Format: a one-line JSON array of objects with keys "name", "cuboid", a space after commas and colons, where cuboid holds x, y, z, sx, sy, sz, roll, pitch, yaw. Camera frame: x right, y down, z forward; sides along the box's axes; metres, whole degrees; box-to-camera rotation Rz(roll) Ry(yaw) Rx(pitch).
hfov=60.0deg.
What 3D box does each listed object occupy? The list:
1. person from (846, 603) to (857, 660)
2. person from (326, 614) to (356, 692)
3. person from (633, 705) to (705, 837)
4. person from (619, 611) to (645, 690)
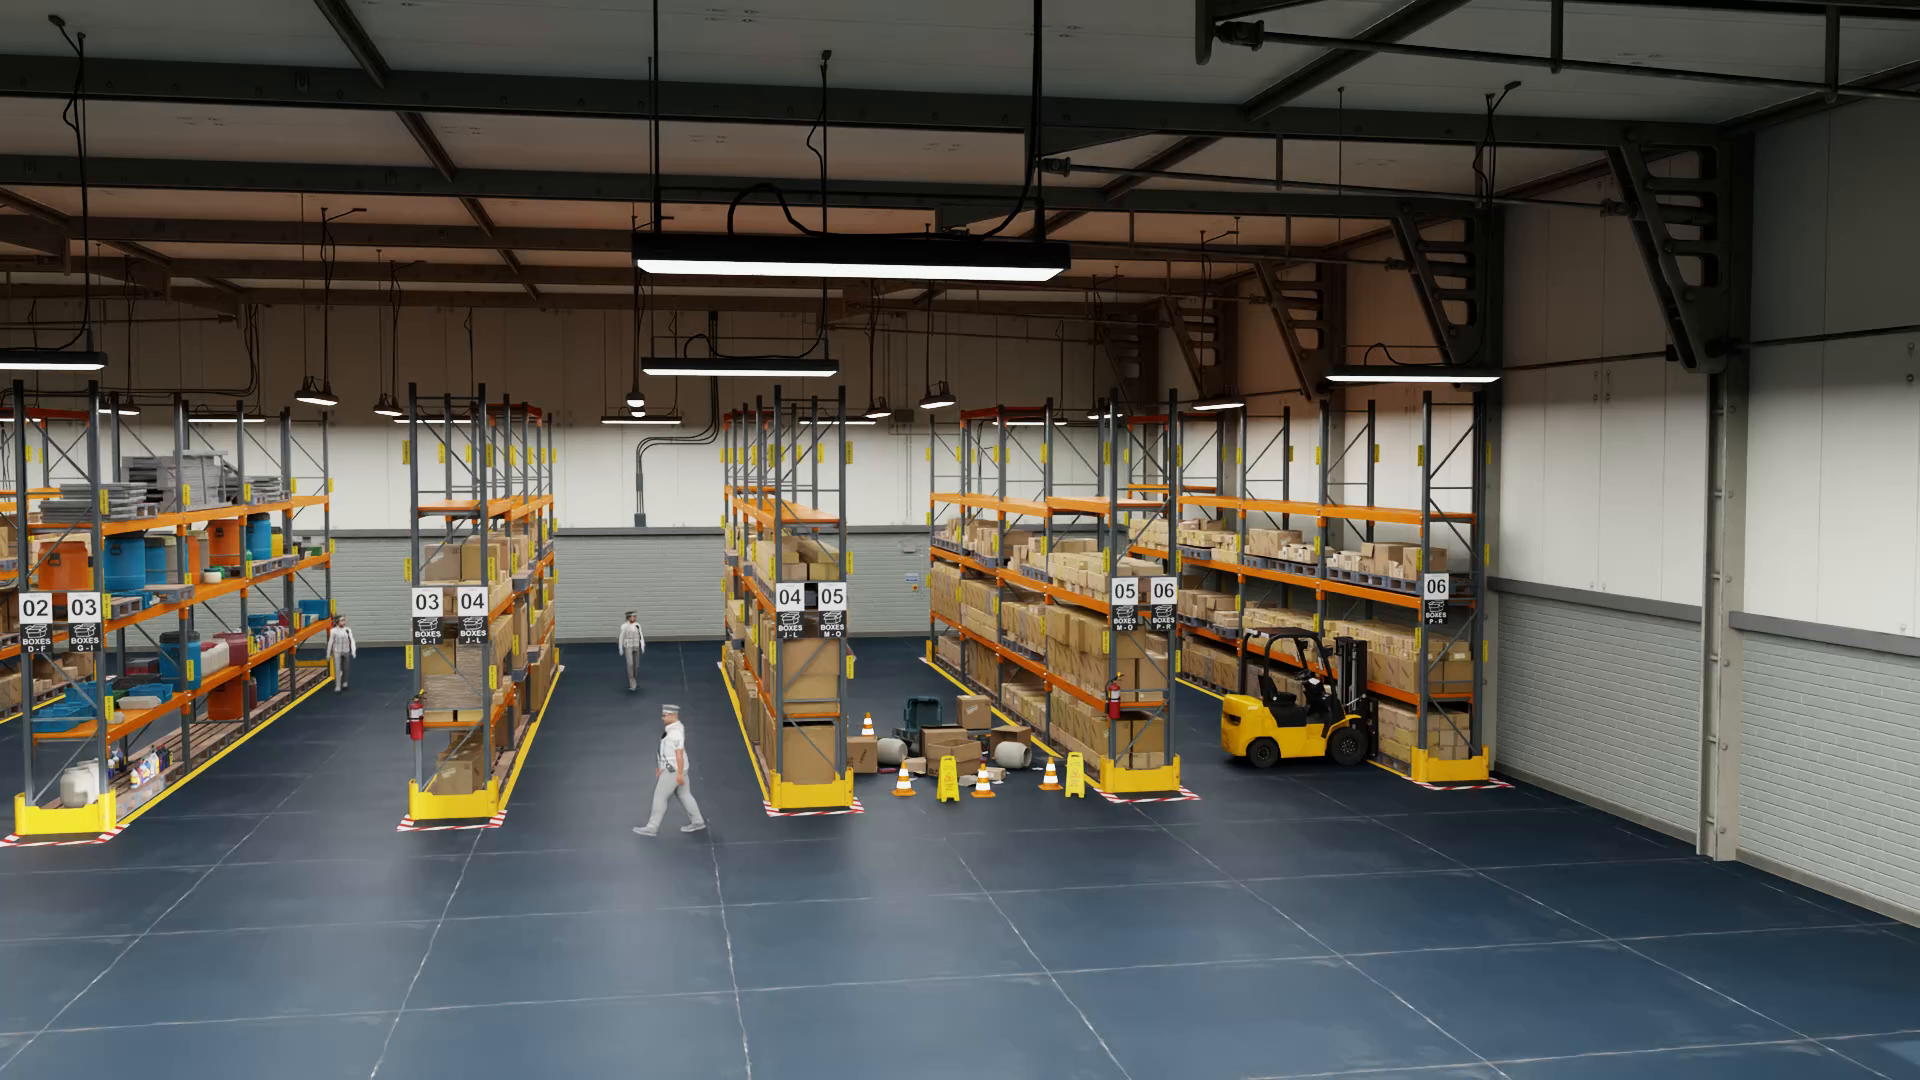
[{"name": "person", "cuboid": [-2.863, 2.166, 39.962, 0.768, 1.657, 0.509, 0, 3, 0]}, {"name": "person", "cuboid": [-13.144, 2.374, 35.309, 0.575, 1.614, 1.050, -1, 3, -25]}, {"name": "person", "cuboid": [-3.845, 3.026, 21.955, 0.901, 1.717, 0.550, 0, 3, -2]}, {"name": "person", "cuboid": [-7.023, 2.365, 35.881, 0.515, 1.672, 0.723, -2, 4, -35]}]
